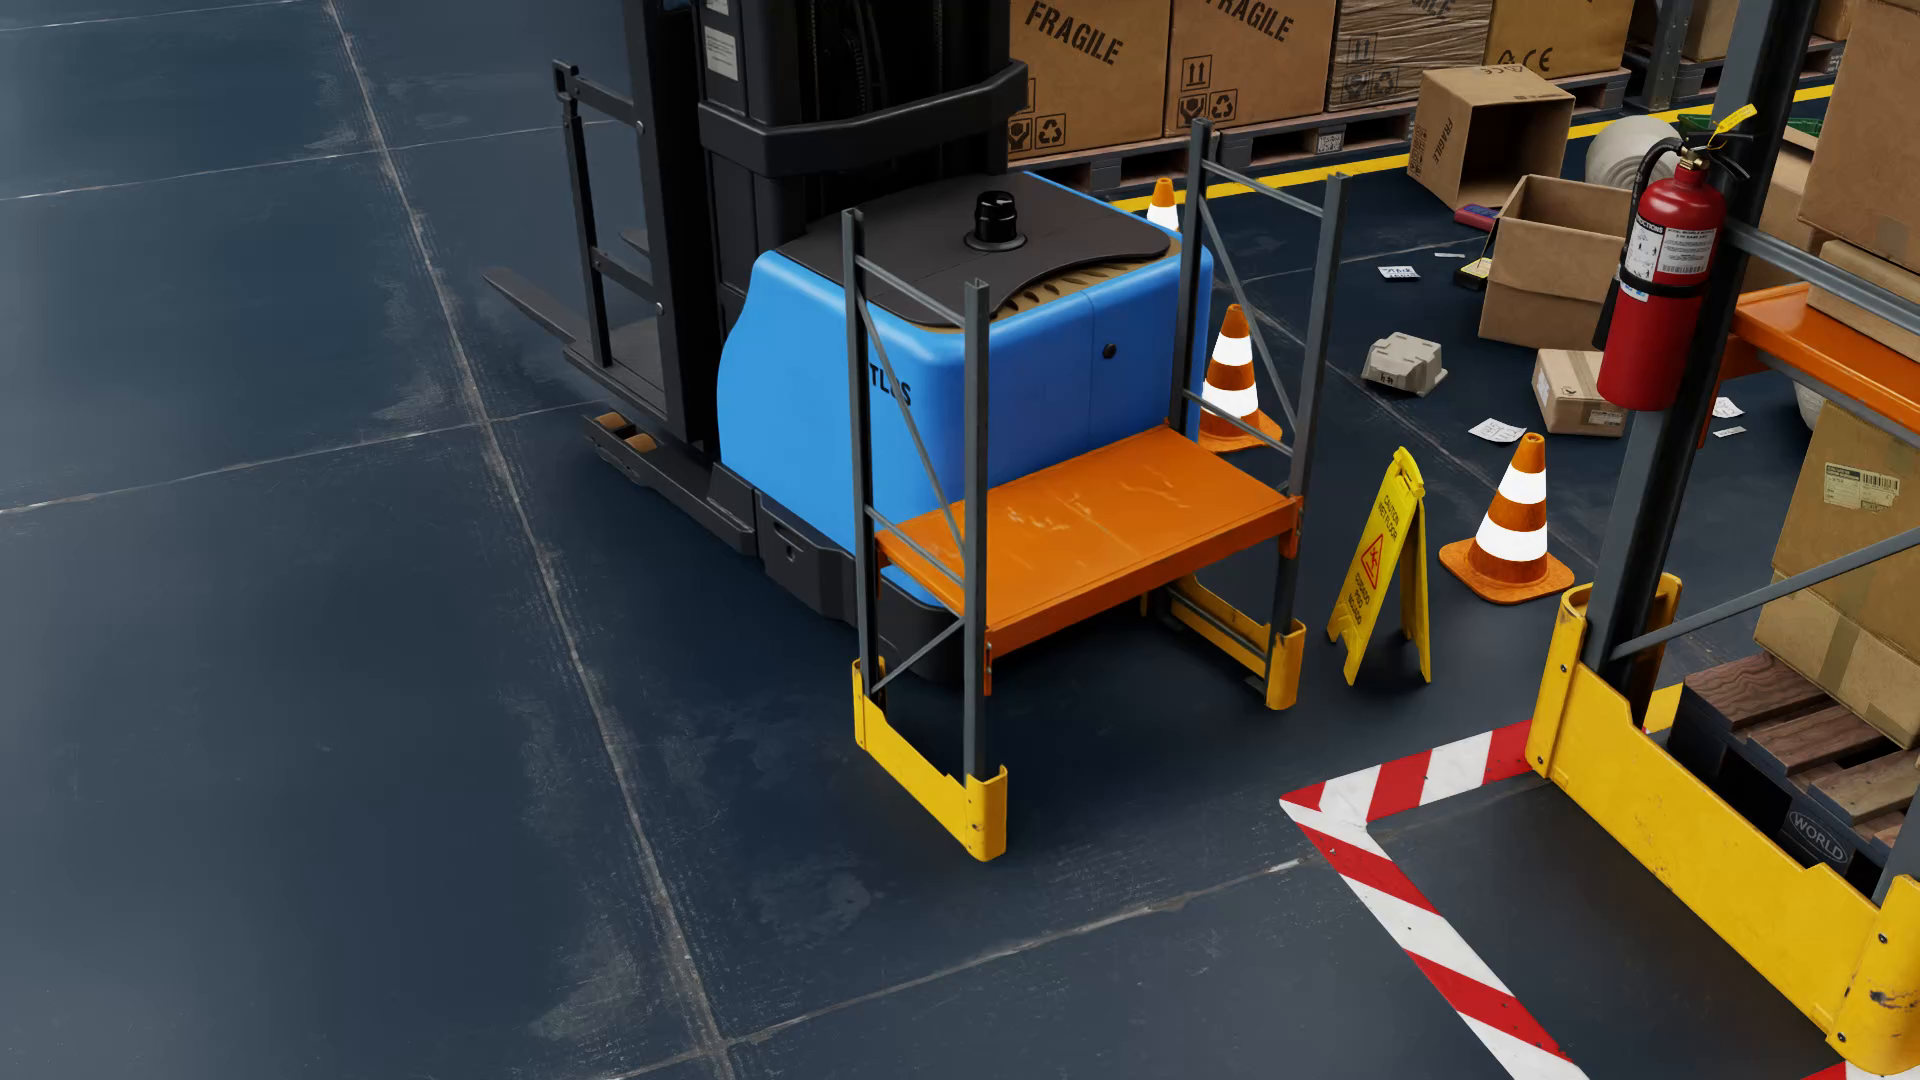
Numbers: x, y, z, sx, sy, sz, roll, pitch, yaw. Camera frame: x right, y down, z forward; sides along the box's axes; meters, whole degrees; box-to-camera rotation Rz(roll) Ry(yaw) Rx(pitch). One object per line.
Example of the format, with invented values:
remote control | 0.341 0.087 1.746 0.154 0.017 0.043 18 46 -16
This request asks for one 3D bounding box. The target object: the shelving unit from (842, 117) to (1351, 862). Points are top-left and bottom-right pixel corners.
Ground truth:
shelving unit | 0.322 -0.142 4.093 1.083 1.500 0.587 -21 39 -29

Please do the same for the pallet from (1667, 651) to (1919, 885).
pallet | 2.613 0.570 4.180 1.213 0.211 1.003 -13 35 -19

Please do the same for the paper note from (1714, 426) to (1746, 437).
paper note | 2.697 -0.380 5.824 0.123 0.001 0.032 -13 35 -19

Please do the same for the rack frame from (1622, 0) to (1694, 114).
rack frame | 3.459 -3.741 8.250 0.127 3.000 1.000 -13 35 -19

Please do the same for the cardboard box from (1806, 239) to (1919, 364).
cardboard box | 2.042 -0.510 3.514 0.250 0.149 0.380 -12 35 -17

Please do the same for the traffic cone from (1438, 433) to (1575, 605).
traffic cone | 1.677 -0.105 4.987 0.334 0.463 0.336 -13 35 -19

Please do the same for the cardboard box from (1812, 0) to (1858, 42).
cardboard box | 4.887 -3.352 9.330 0.750 0.750 1.050 -13 35 -19

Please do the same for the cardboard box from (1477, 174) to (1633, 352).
cardboard box | 2.419 -1.027 6.366 0.797 0.503 0.637 16 36 23

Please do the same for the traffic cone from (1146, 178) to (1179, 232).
traffic cone | 0.810 -1.232 6.718 0.334 0.463 0.336 -13 35 -19

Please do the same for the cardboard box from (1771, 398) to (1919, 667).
cardboard box | 2.418 -0.067 4.051 0.500 0.500 0.500 -13 35 -19

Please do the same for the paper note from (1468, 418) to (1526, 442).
paper note | 1.881 -0.385 5.814 0.142 0.019 0.148 -27 42 -35

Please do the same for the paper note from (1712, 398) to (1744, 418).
paper note | 2.722 -0.484 5.977 0.142 0.019 0.148 -2 33 -2

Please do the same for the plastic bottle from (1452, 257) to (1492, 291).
plastic bottle | 2.182 -1.116 6.910 0.283 0.061 0.133 -27 42 -35

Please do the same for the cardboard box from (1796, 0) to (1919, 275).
cardboard box | 2.174 -0.849 3.440 0.500 0.500 0.500 -14 35 -20

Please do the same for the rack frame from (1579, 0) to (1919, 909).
rack frame | 1.780 -0.429 3.159 0.127 3.000 1.000 -13 35 -19

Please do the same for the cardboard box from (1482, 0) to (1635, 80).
cardboard box | 2.852 -2.929 8.565 0.875 0.875 0.875 -12 35 -18

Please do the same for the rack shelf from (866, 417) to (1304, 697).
rack shelf | 0.314 0.011 4.187 1.000 0.185 0.538 -21 39 -29

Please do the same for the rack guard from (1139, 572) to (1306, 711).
rack guard | 0.726 0.223 4.677 0.087 0.250 0.587 -21 39 -29

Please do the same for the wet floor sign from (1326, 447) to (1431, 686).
wet floor sign | 1.191 0.060 4.566 0.232 0.644 0.267 -2 33 -2

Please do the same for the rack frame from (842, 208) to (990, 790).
rack frame | -0.099 0.022 3.841 0.032 1.500 0.500 -21 39 -29

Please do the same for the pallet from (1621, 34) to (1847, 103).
pallet | 4.141 -2.773 9.319 1.213 0.211 1.003 -13 35 -19

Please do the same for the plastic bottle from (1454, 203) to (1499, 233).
plastic bottle | 2.349 -1.414 7.367 0.133 0.061 0.283 -27 42 -35

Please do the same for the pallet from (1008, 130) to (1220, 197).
pallet | 0.477 -1.936 8.032 1.213 0.211 1.003 -13 35 -19

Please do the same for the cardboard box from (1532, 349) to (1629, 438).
cardboard box | 2.206 -0.526 5.923 0.250 0.149 0.380 4 33 6

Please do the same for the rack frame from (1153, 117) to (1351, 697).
rack frame | 0.727 -0.301 4.337 0.032 1.500 0.500 -21 39 -29

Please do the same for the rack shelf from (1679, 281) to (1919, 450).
rack shelf | 3.624 -0.550 4.004 4.000 0.370 1.077 -13 35 -19

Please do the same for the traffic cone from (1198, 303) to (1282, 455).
traffic cone | 0.934 -0.591 5.735 0.334 0.463 0.336 -13 35 -19

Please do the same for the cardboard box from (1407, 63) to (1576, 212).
cardboard box | 2.425 -1.851 7.634 0.500 0.500 0.500 -7 34 -11

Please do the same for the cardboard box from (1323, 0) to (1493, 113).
cardboard box | 2.022 -2.737 8.269 0.875 0.875 0.875 -13 35 -19

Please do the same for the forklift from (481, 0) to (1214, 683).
forklift | -0.625 -1.571 4.977 1.130 2.935 3.031 -25 40 -33

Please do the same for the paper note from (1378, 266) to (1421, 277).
paper note | 1.835 -1.120 6.945 0.142 0.017 0.144 -2 33 -2

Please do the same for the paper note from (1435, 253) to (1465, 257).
paper note | 2.095 -1.218 7.112 0.123 0.001 0.032 4 33 6

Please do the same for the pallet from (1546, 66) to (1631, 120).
pallet | 2.727 -2.451 8.824 1.213 0.211 1.003 -13 35 -19

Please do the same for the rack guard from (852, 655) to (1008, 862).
rack guard | -0.083 0.540 4.191 0.087 0.250 0.587 -21 39 -29

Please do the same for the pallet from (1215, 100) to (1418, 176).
pallet | 1.601 -2.192 8.425 1.213 0.211 1.003 -13 35 -19

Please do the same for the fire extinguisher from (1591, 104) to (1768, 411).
fire extinguisher | 1.496 -0.604 3.499 0.183 0.674 0.296 -13 35 -19

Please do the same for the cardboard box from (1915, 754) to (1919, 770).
cardboard box | 2.631 0.516 3.842 0.500 0.250 0.500 -13 35 -19

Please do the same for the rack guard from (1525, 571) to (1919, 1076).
rack guard | 1.850 0.603 3.865 0.348 0.500 1.175 -13 35 -19

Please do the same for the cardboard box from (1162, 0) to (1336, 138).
cardboard box | 1.181 -2.545 7.975 0.875 0.875 0.875 -13 35 -20

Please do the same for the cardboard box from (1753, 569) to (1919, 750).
cardboard box | 2.443 0.237 4.272 0.500 0.250 0.500 -13 35 -19

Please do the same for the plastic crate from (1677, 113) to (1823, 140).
plastic crate | 3.806 -1.891 7.932 0.662 0.188 0.450 4 23 6

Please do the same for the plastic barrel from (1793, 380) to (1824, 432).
plastic barrel | 3.098 -0.546 5.702 0.421 0.421 0.512 10 34 14

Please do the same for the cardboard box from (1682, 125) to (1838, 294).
cardboard box | 3.278 -1.285 6.639 0.503 0.637 0.797 -13 35 -19

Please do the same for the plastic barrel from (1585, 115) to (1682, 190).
plastic barrel | 3.006 -1.651 7.399 0.421 0.421 0.512 10 34 14

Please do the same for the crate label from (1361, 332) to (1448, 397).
crate label | 1.635 -0.652 6.127 0.250 0.136 0.298 23 39 30

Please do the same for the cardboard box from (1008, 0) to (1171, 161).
cardboard box | 0.370 -2.359 7.688 0.875 0.875 0.875 -13 35 -19

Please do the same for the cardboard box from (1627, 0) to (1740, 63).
cardboard box | 3.996 -3.151 9.020 0.750 0.750 1.050 -13 35 -19
